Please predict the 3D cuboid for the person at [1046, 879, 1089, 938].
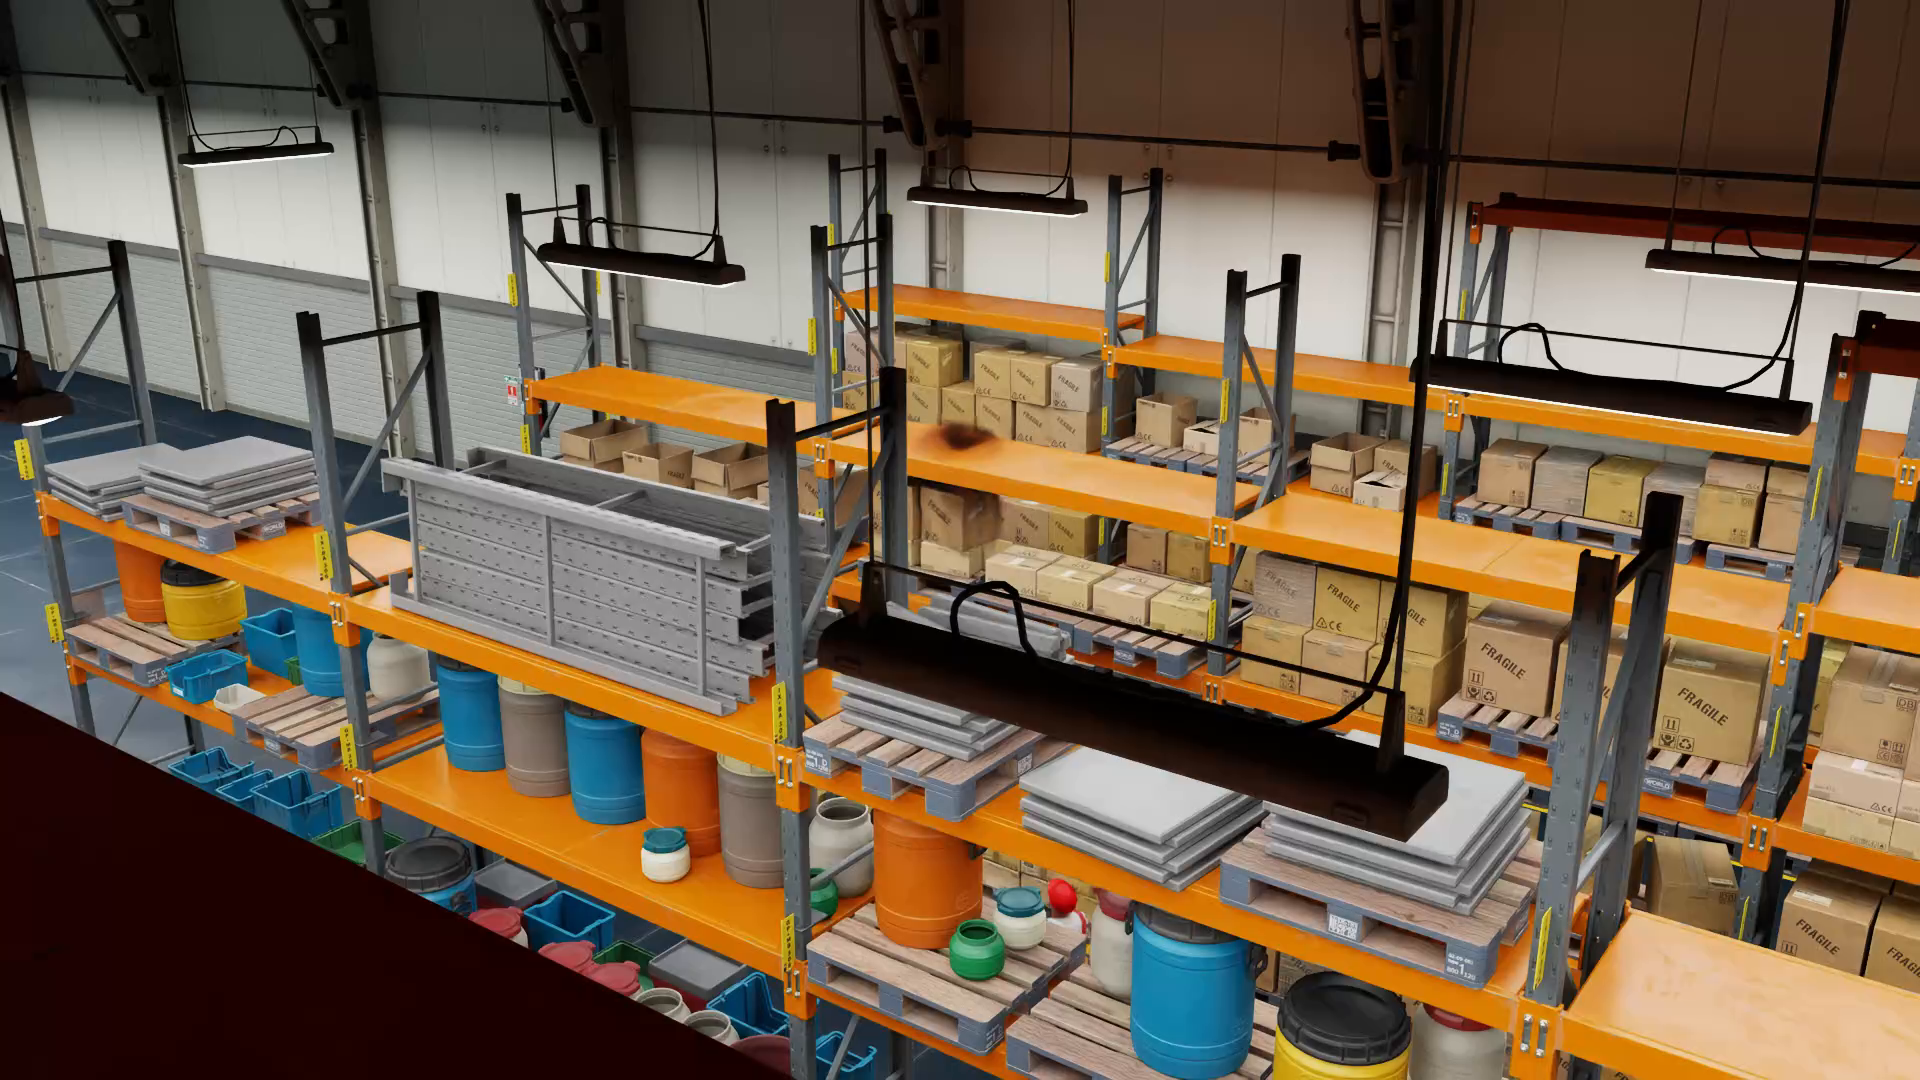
[{"bbox_3d":[0.653,3.280,12.512,0.947,1.738,0.631,14,23,36],"label":"person"}]
